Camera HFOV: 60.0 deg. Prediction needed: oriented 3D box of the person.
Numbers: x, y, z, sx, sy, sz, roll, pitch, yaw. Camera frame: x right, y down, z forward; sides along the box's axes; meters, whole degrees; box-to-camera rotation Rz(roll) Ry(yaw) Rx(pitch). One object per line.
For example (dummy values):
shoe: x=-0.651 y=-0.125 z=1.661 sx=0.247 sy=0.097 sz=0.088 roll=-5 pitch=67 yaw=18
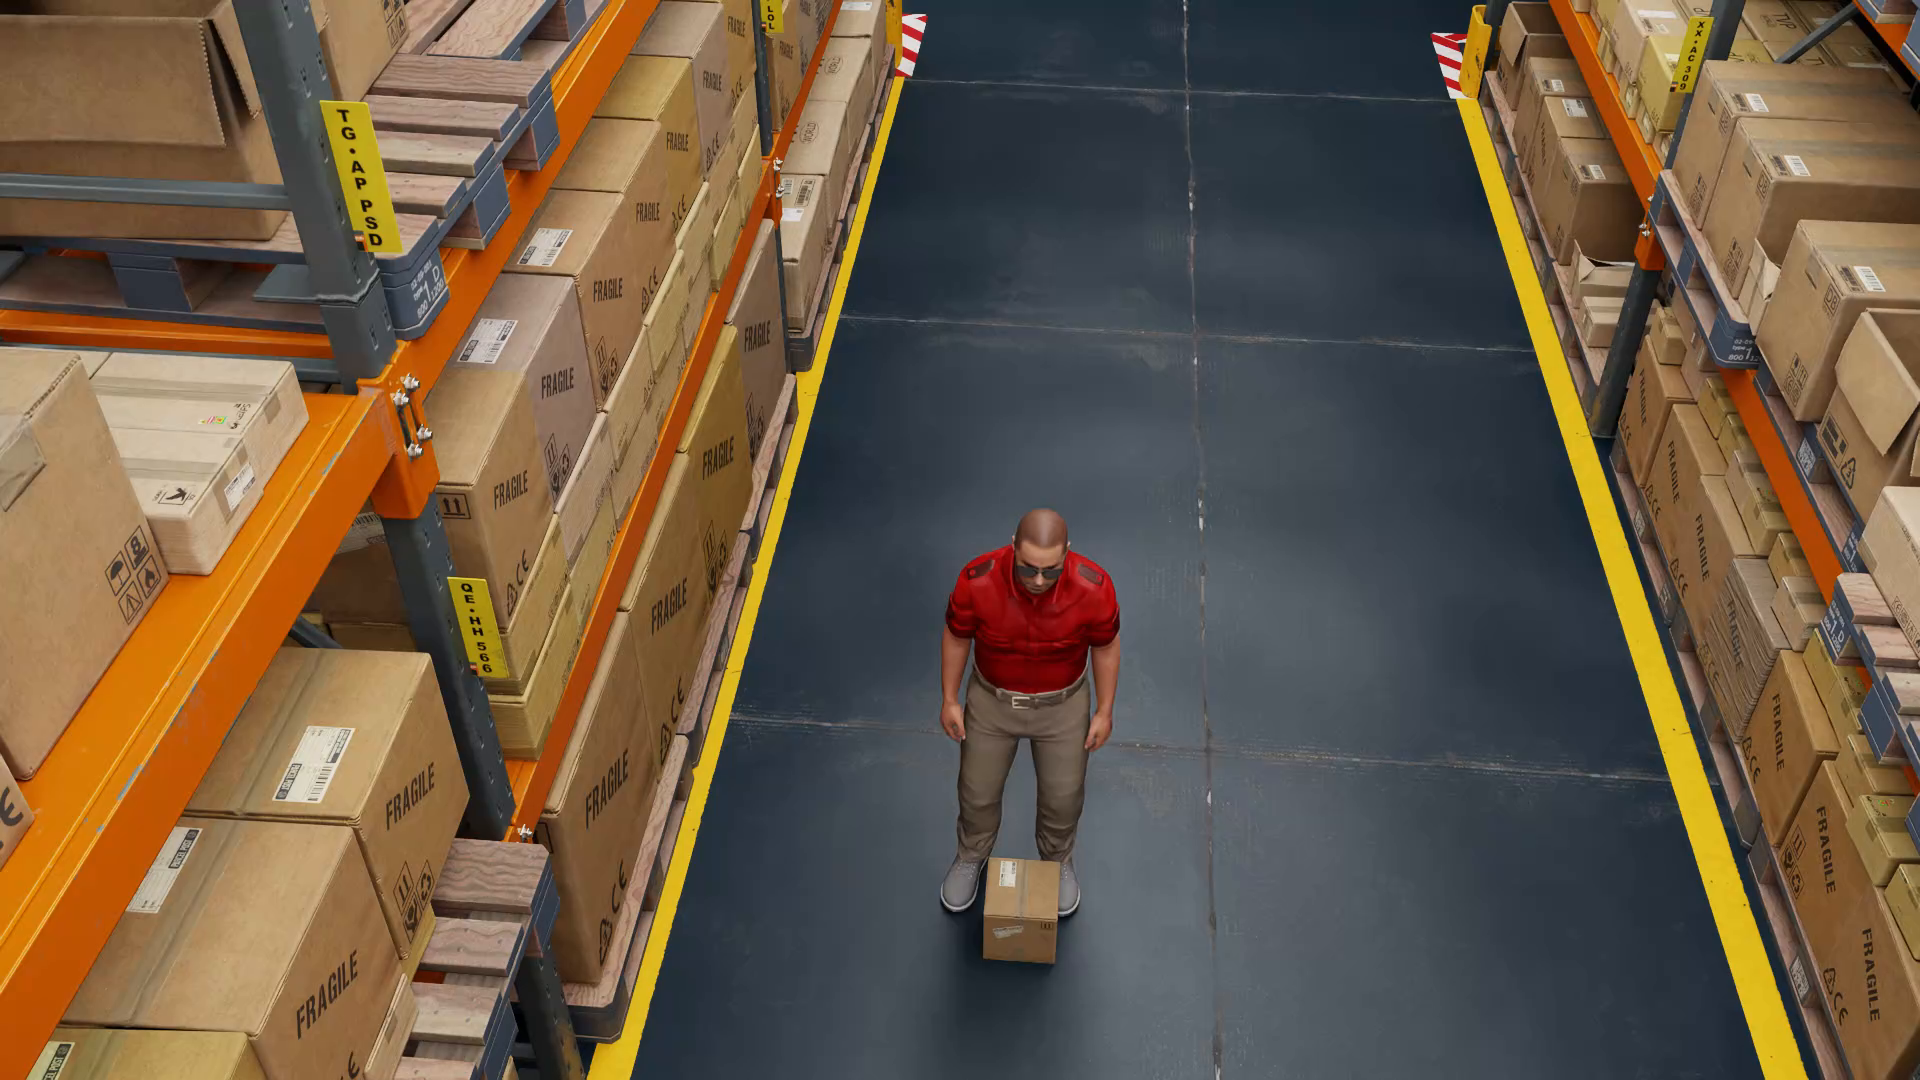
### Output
person: x=0.224 y=0.555 z=5.501 sx=0.583 sy=1.726 sz=0.394 roll=3 pitch=40 yaw=3
